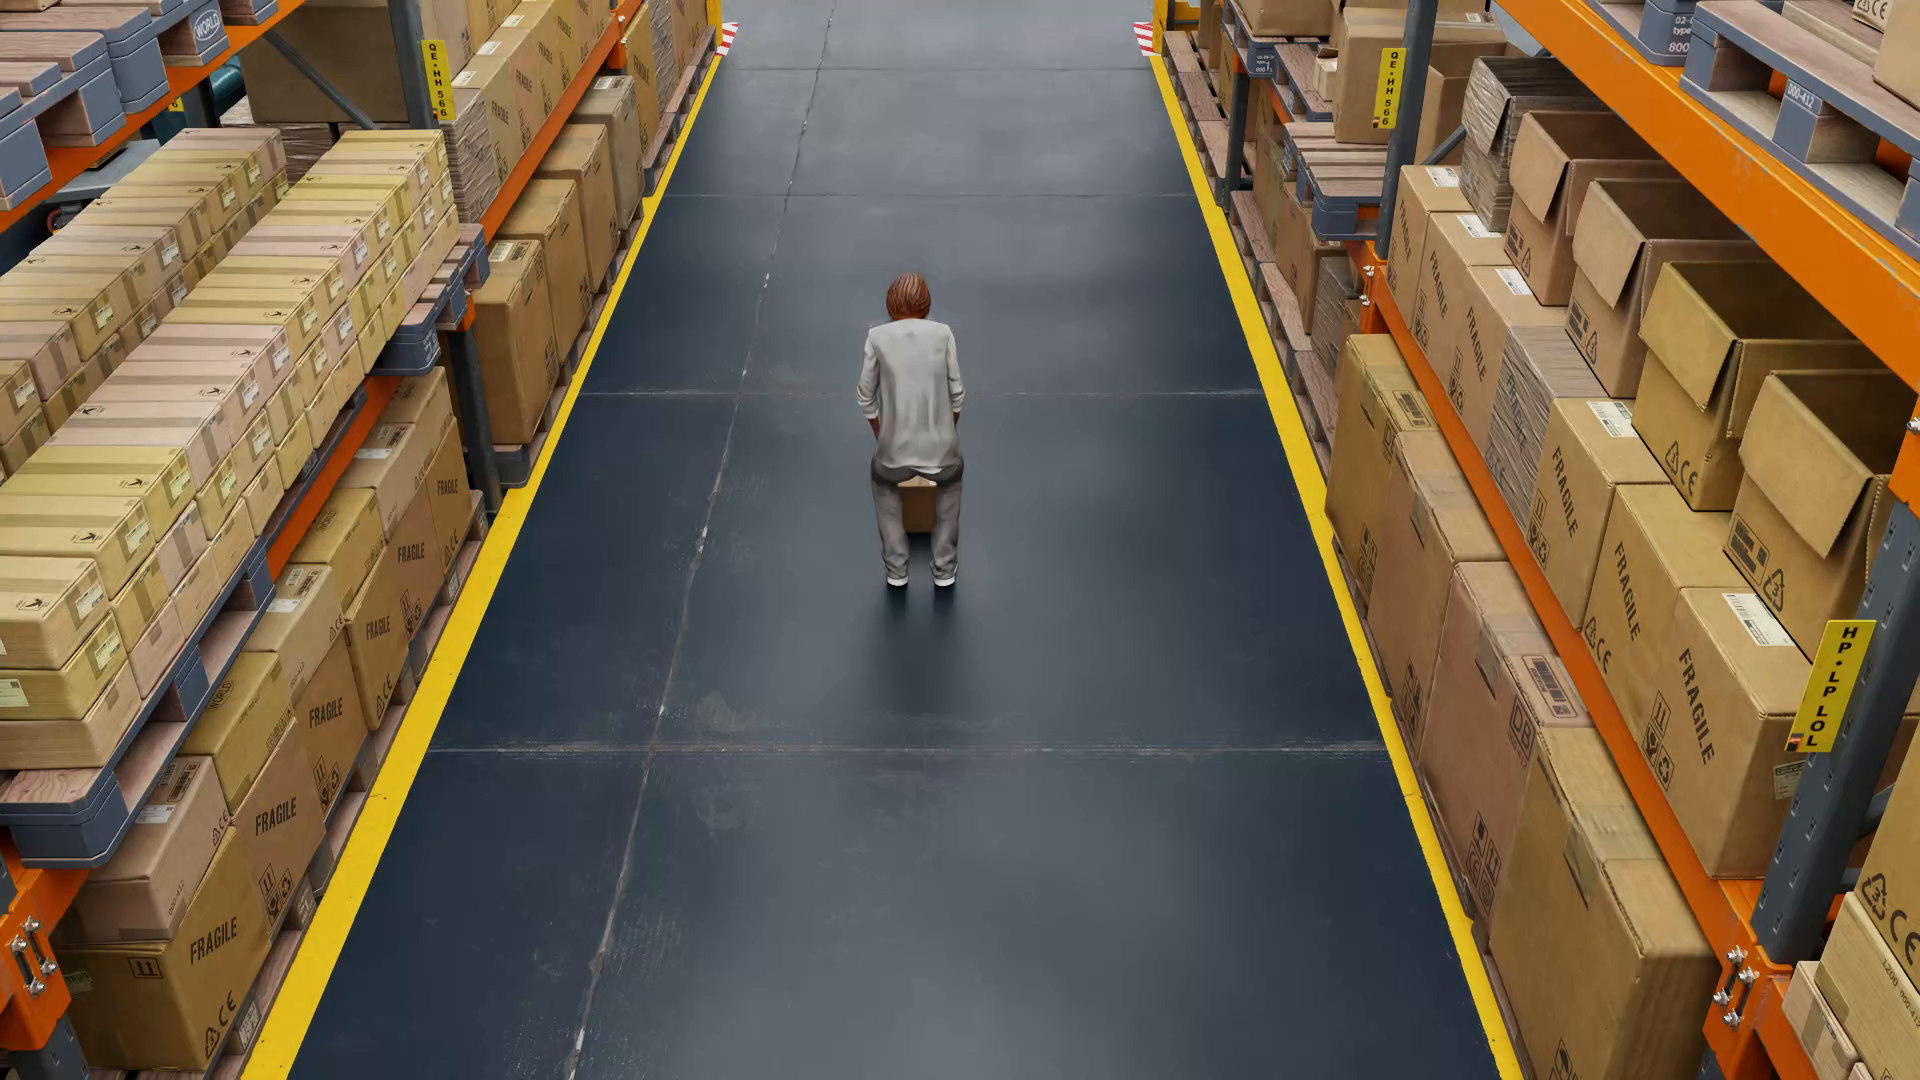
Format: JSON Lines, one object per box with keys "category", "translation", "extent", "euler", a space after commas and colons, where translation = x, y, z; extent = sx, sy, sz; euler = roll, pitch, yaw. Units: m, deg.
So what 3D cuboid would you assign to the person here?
{"category": "person", "translation": [-0.206, -0.373, 7.133], "extent": [0.438, 1.192, 0.638], "euler": [0, 32, 0]}
